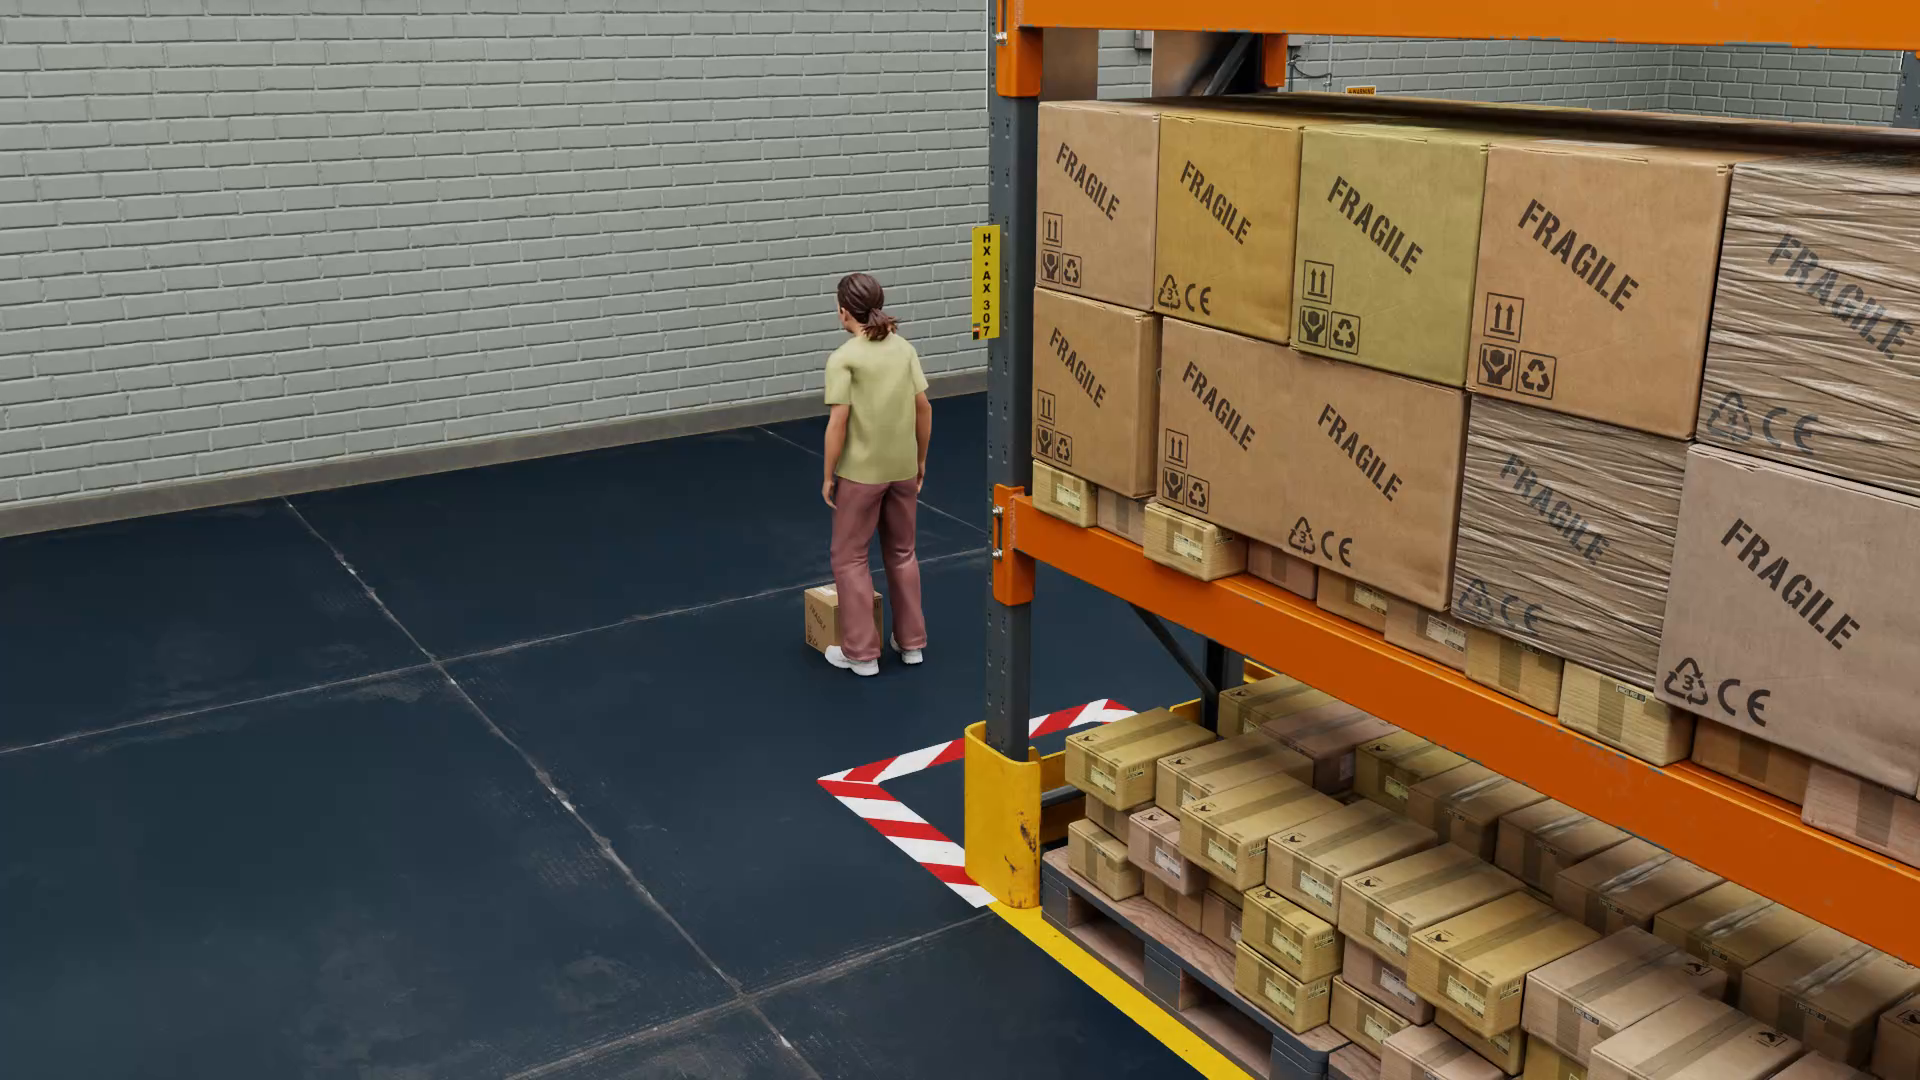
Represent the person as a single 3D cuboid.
[{"bbox_3d":[-0.360,-0.266,6.869,0.496,1.672,0.359,-12,22,-32],"label":"person"}]
